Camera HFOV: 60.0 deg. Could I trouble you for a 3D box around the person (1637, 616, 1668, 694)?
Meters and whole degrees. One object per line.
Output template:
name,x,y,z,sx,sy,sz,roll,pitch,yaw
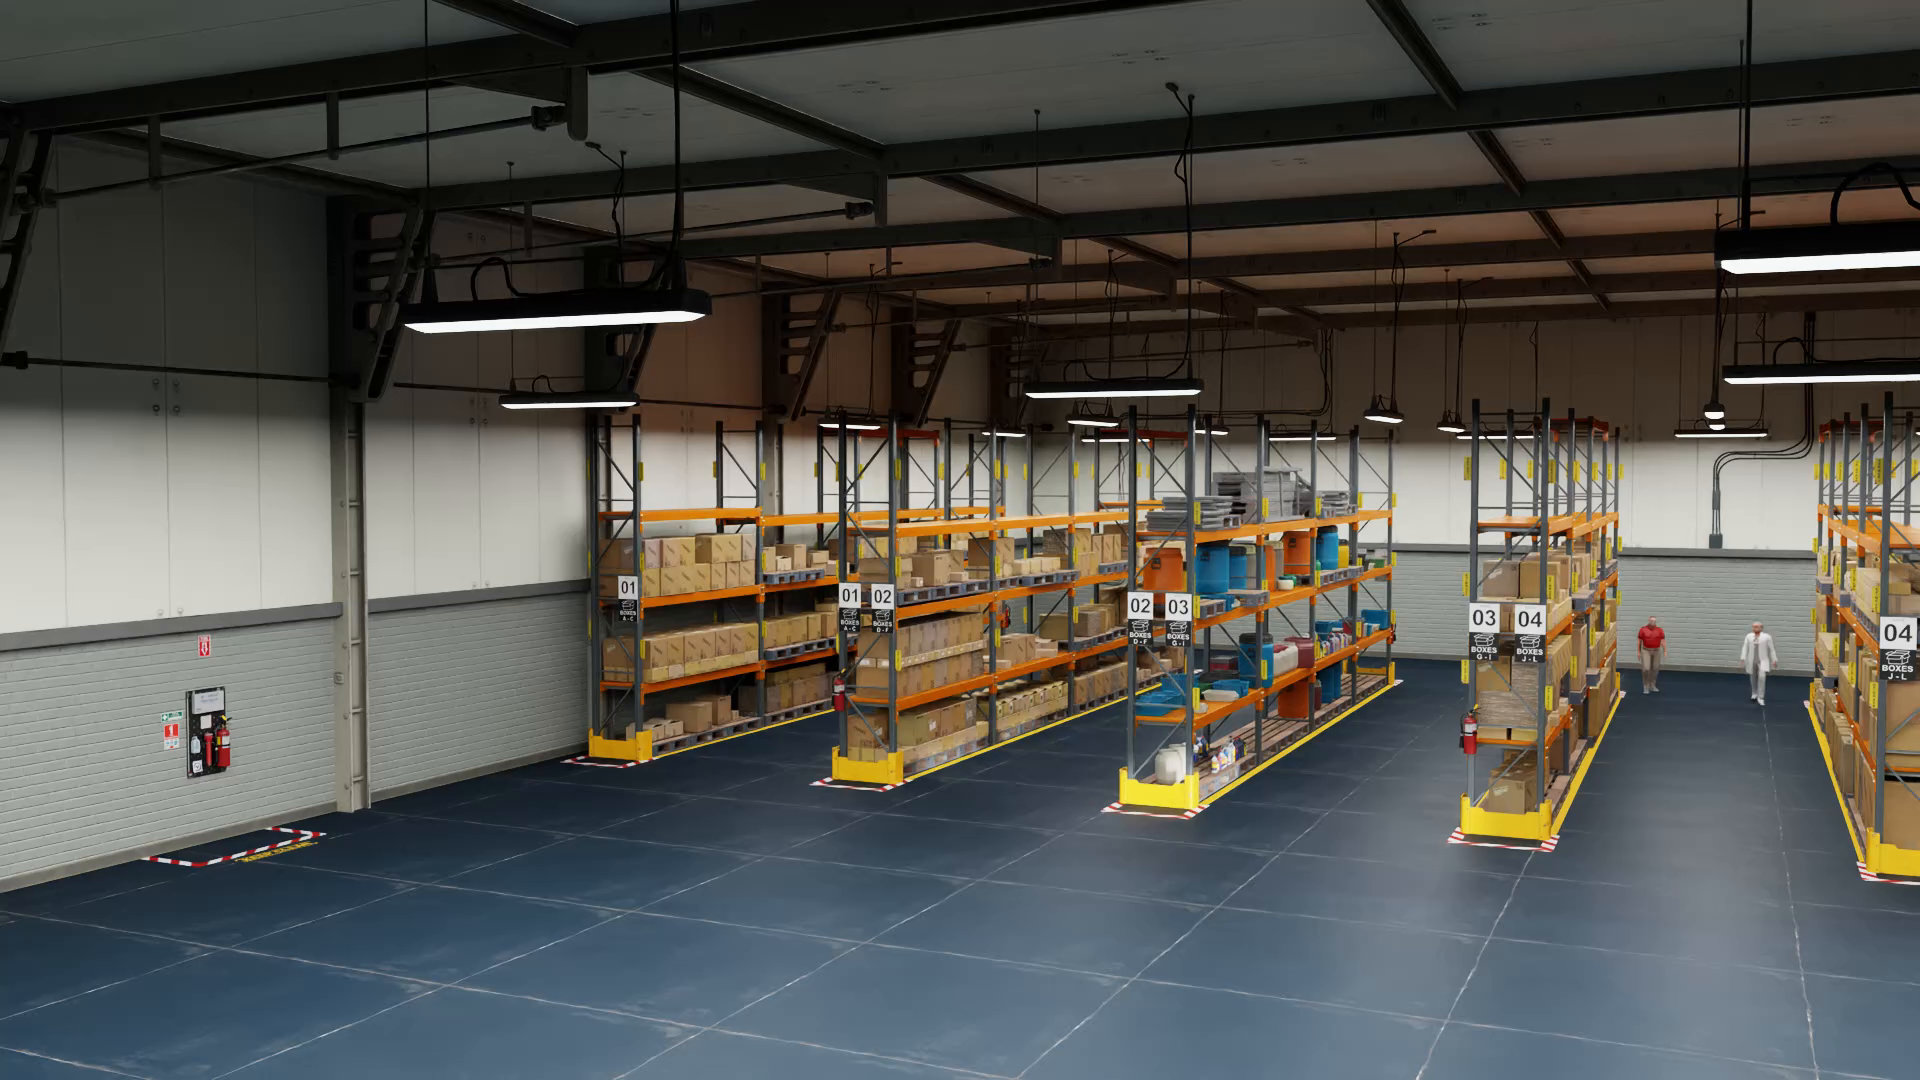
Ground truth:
person,15.680,2.619,37.665,0.598,1.811,0.519,0,2,10

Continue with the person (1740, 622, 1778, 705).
person,17.276,2.676,35.971,0.714,1.643,1.101,2,3,34
